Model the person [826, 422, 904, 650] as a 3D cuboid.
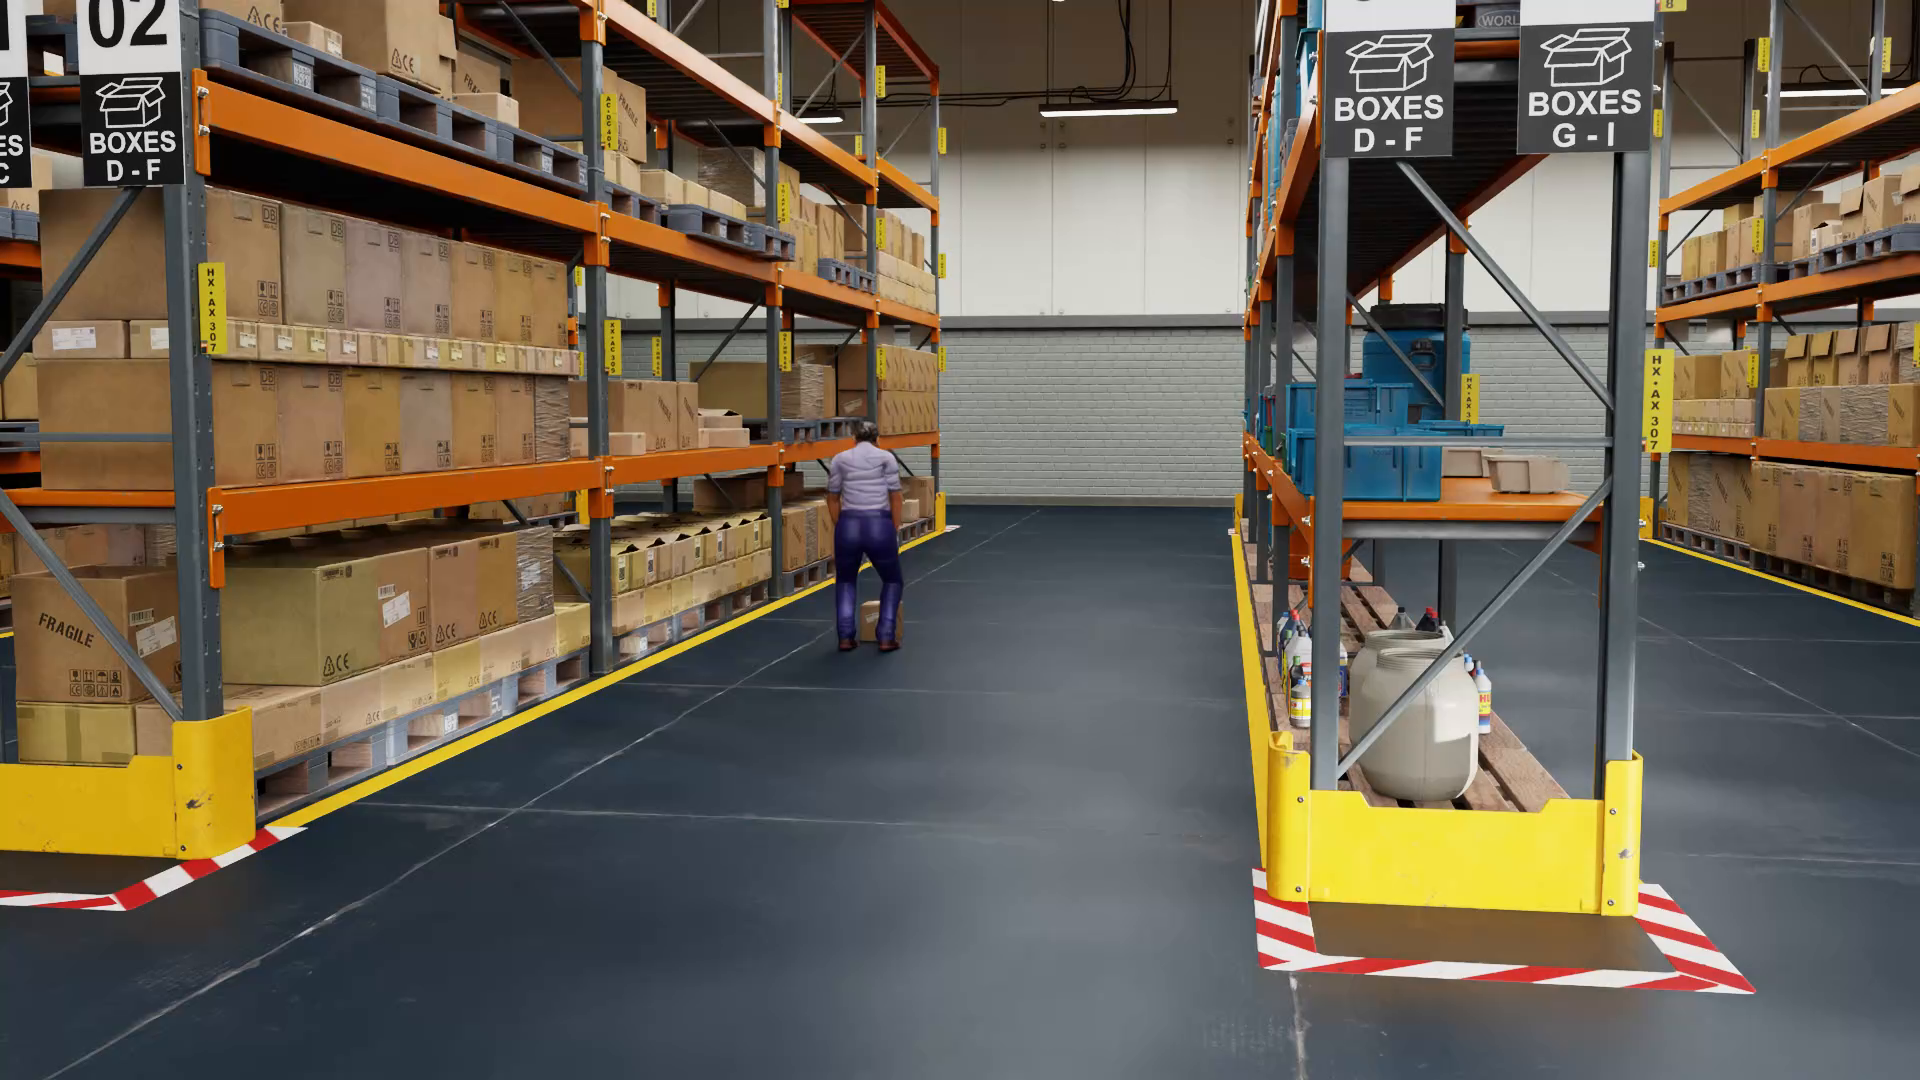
[{"bbox_3d":[-0.649,-0.024,11.124,0.519,1.529,0.507,1,5,10],"label":"person"}]
